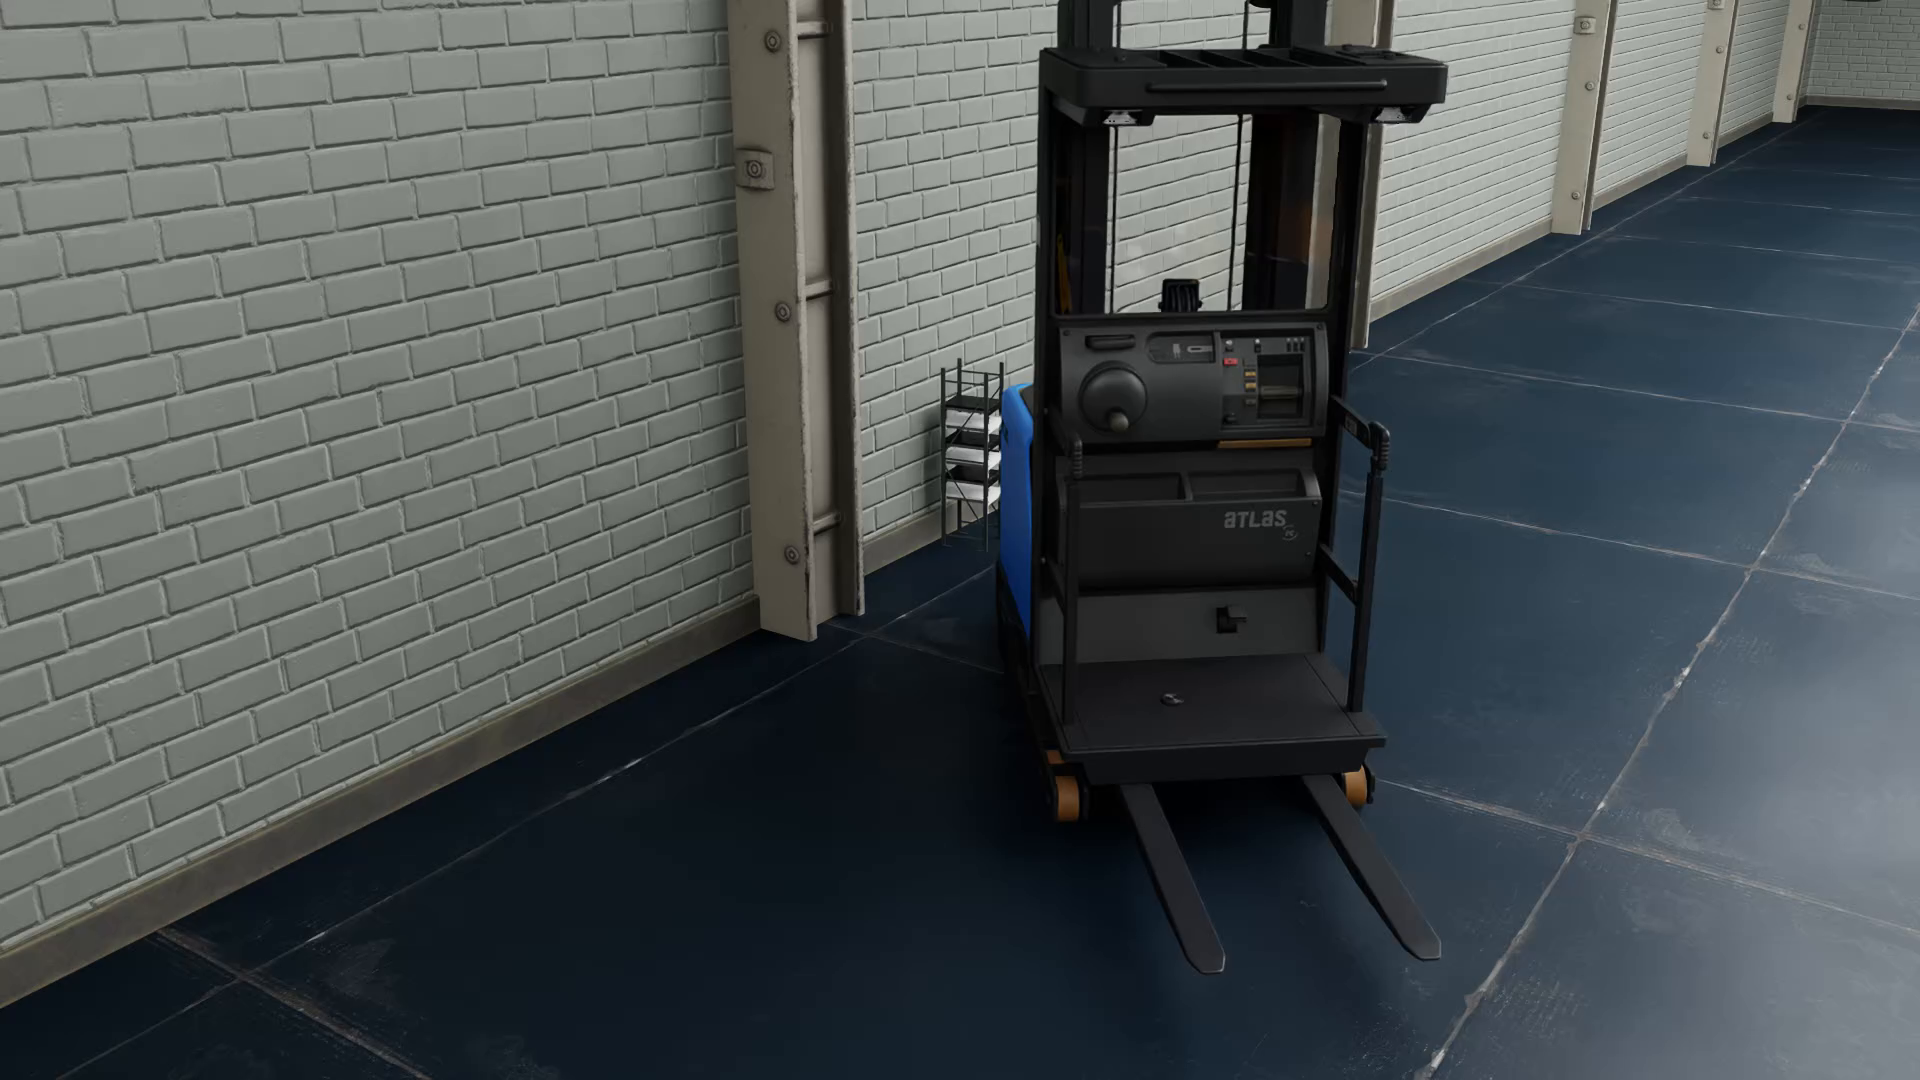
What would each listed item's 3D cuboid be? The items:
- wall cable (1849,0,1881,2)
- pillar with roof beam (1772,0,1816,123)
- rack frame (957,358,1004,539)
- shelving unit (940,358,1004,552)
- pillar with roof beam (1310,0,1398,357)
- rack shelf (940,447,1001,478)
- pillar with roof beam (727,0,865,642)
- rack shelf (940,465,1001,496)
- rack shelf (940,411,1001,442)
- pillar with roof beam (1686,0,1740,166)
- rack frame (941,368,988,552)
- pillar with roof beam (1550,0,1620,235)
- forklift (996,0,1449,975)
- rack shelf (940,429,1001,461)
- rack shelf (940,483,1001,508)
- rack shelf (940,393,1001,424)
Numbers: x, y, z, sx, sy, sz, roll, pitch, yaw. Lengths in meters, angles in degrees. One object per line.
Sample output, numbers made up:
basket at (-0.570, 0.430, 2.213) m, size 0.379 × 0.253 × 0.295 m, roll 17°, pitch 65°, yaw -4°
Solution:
wall cable at (15.584, -9.889, 26.505) m, size 3.097 × 2.526 × 0.112 m, roll 13°, pitch 24°, yaw 32°
pillar with roof beam at (16.395, -9.919, 22.108) m, size 9.100 × 9.000 × 0.400 m, roll 13°, pitch 24°, yaw 32°
rack frame at (0.099, -0.443, 8.166) m, size 0.240 × 0.900 × 0.006 m, roll 8°, pitch 22°, yaw 21°
shelving unit at (0.060, -0.411, 8.077) m, size 0.258 × 0.900 × 0.210 m, roll 8°, pitch 22°, yaw 21°
pillar with roof beam at (6.276, -4.754, 8.146) m, size 9.100 × 9.000 × 0.400 m, roll 13°, pitch 24°, yaw 32°
rack shelf at (0.060, -0.379, 8.089) m, size 0.258 × 0.077 × 0.200 m, roll 8°, pitch 22°, yaw 21°
pillar with roof beam at (2.903, -3.033, 3.492) m, size 9.100 × 9.000 × 0.400 m, roll 13°, pitch 24°, yaw 32°
rack shelf at (0.060, -0.295, 8.120) m, size 0.258 × 0.077 × 0.200 m, roll 8°, pitch 22°, yaw 21°
rack shelf at (0.060, -0.548, 8.027) m, size 0.258 × 0.077 × 0.200 m, roll 8°, pitch 22°, yaw 21°
pillar with roof beam at (13.022, -8.197, 17.454) m, size 9.100 × 9.000 × 0.400 m, roll 13°, pitch 24°, yaw 32°
rack frame at (0.021, -0.378, 7.989) m, size 0.240 × 0.900 × 0.006 m, roll 8°, pitch 22°, yaw 21°
pillar with roof beam at (9.649, -6.476, 12.800) m, size 9.100 × 9.000 × 0.400 m, roll 13°, pitch 24°, yaw 32°
forklift at (0.825, -0.535, 5.486) m, size 1.130 × 2.935 × 3.031 m, roll -2°, pitch 20°, yaw -6°
rack shelf at (0.060, -0.464, 8.058) m, size 0.258 × 0.077 × 0.200 m, roll 8°, pitch 22°, yaw 21°
rack shelf at (0.060, -0.210, 8.151) m, size 0.258 × 0.077 × 0.200 m, roll 8°, pitch 22°, yaw 21°
rack shelf at (0.060, -0.633, 7.996) m, size 0.258 × 0.077 × 0.200 m, roll 8°, pitch 22°, yaw 21°
